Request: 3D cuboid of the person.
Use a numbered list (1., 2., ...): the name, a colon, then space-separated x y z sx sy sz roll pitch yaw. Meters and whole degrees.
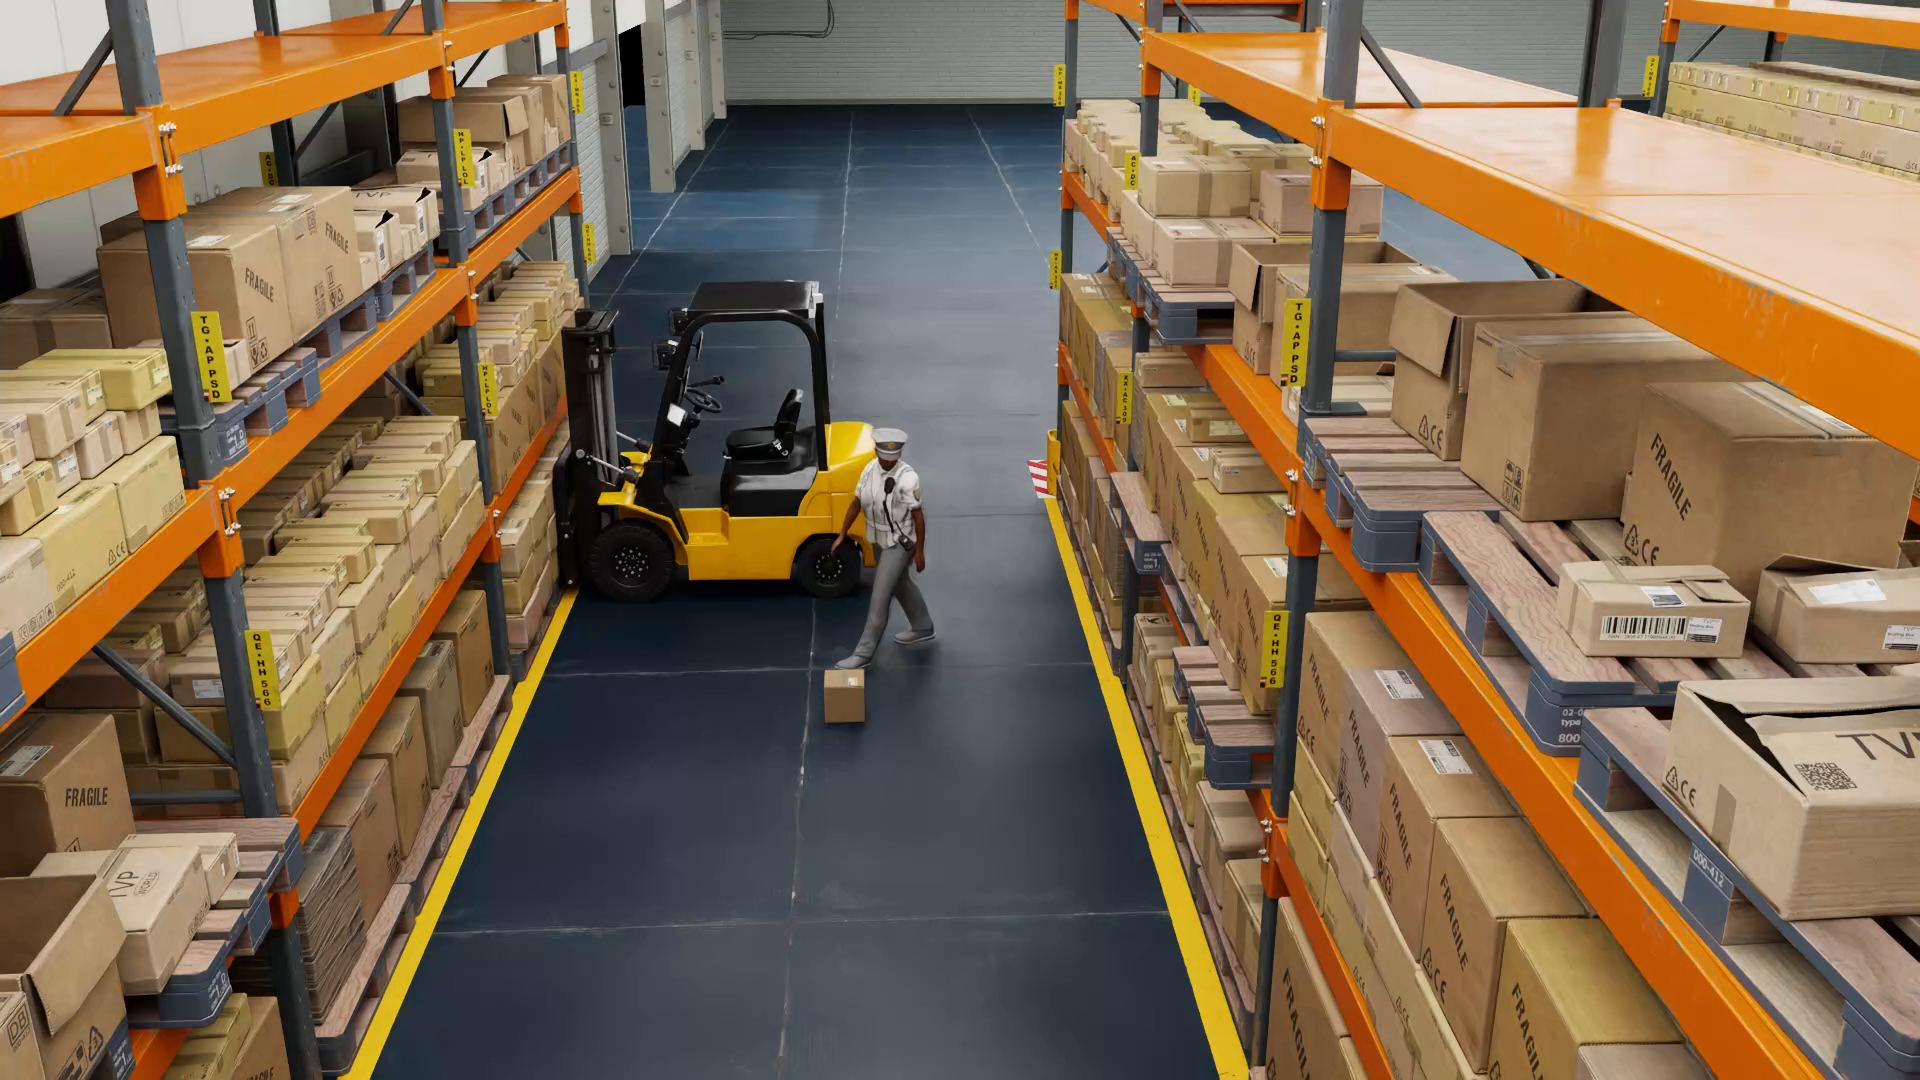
1. person: -0.534 0.023 10.998 0.880 1.608 0.544 -15 25 -35
